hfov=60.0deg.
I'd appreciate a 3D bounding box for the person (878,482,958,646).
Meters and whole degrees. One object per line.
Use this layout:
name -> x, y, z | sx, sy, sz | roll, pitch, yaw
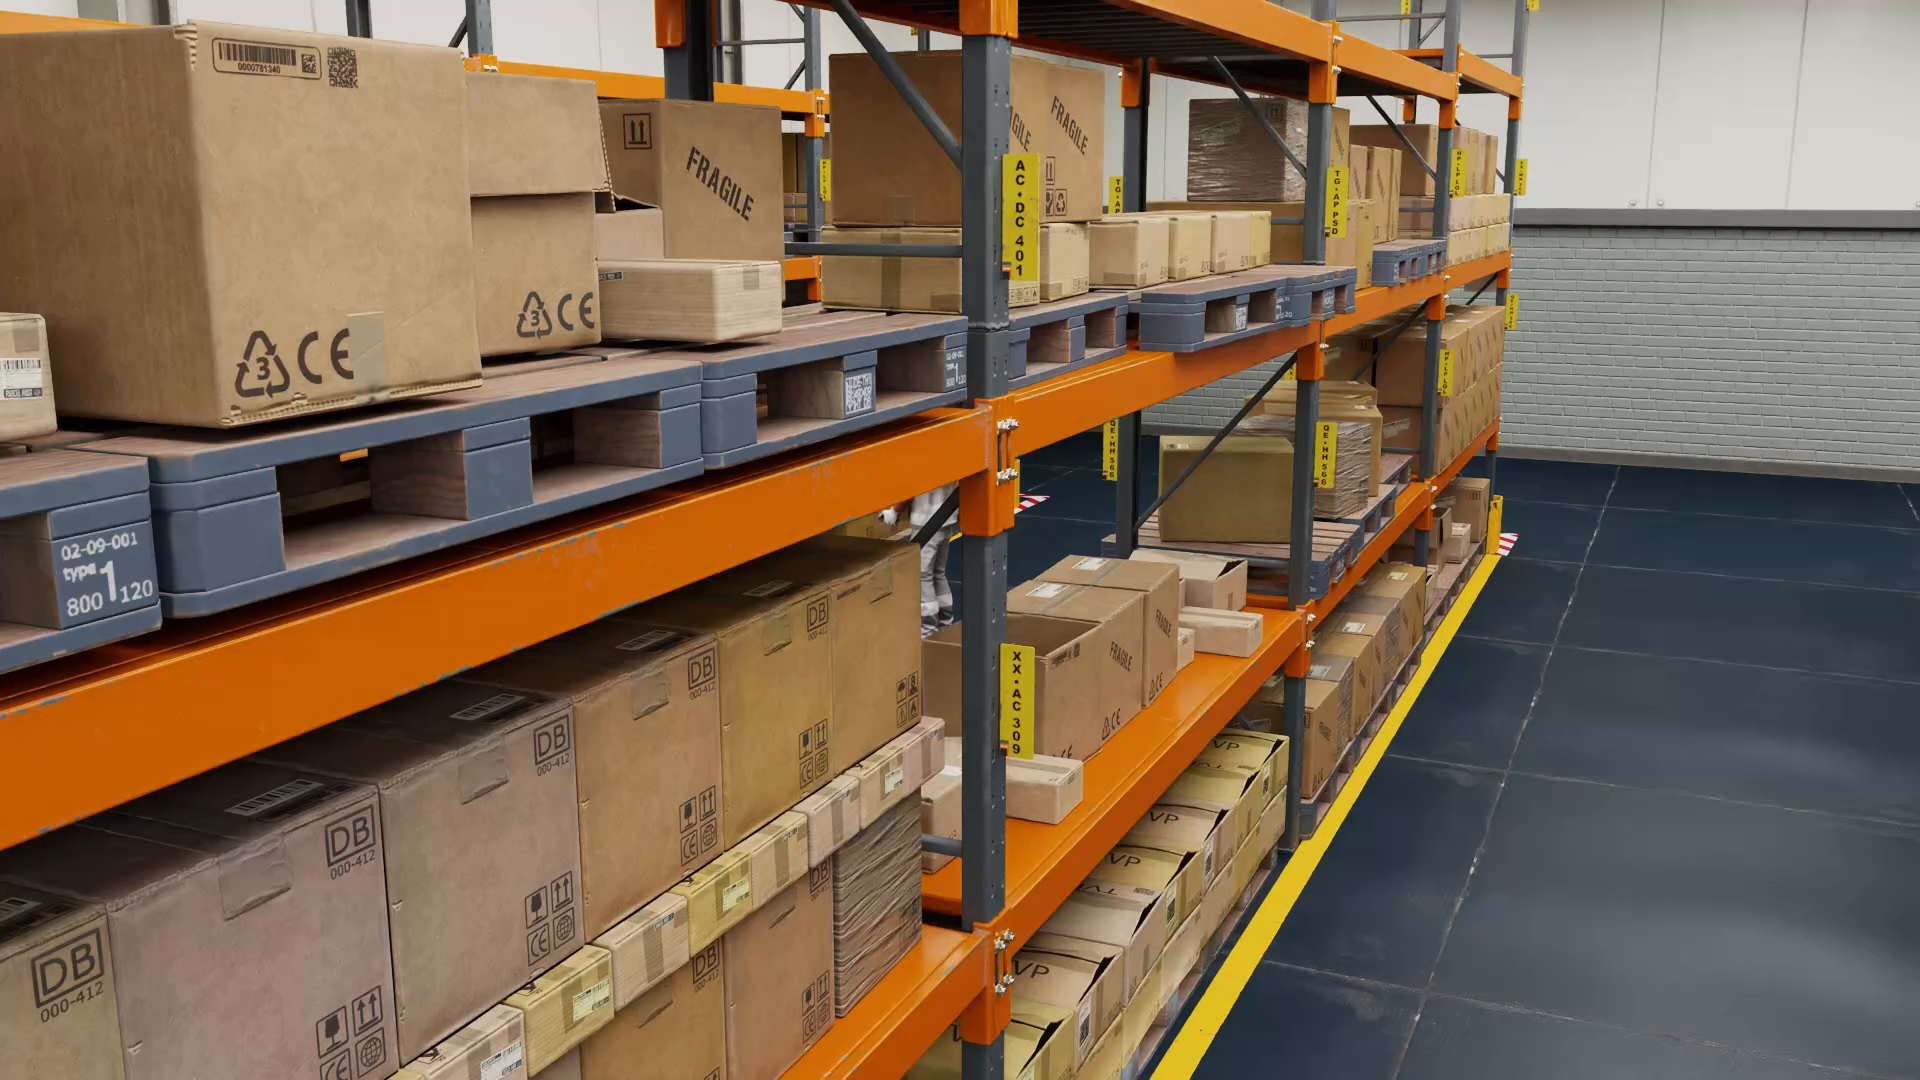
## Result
person -> -0.299, -0.099, 12.386 | 0.564, 1.781, 0.494 | 5, 13, 24
